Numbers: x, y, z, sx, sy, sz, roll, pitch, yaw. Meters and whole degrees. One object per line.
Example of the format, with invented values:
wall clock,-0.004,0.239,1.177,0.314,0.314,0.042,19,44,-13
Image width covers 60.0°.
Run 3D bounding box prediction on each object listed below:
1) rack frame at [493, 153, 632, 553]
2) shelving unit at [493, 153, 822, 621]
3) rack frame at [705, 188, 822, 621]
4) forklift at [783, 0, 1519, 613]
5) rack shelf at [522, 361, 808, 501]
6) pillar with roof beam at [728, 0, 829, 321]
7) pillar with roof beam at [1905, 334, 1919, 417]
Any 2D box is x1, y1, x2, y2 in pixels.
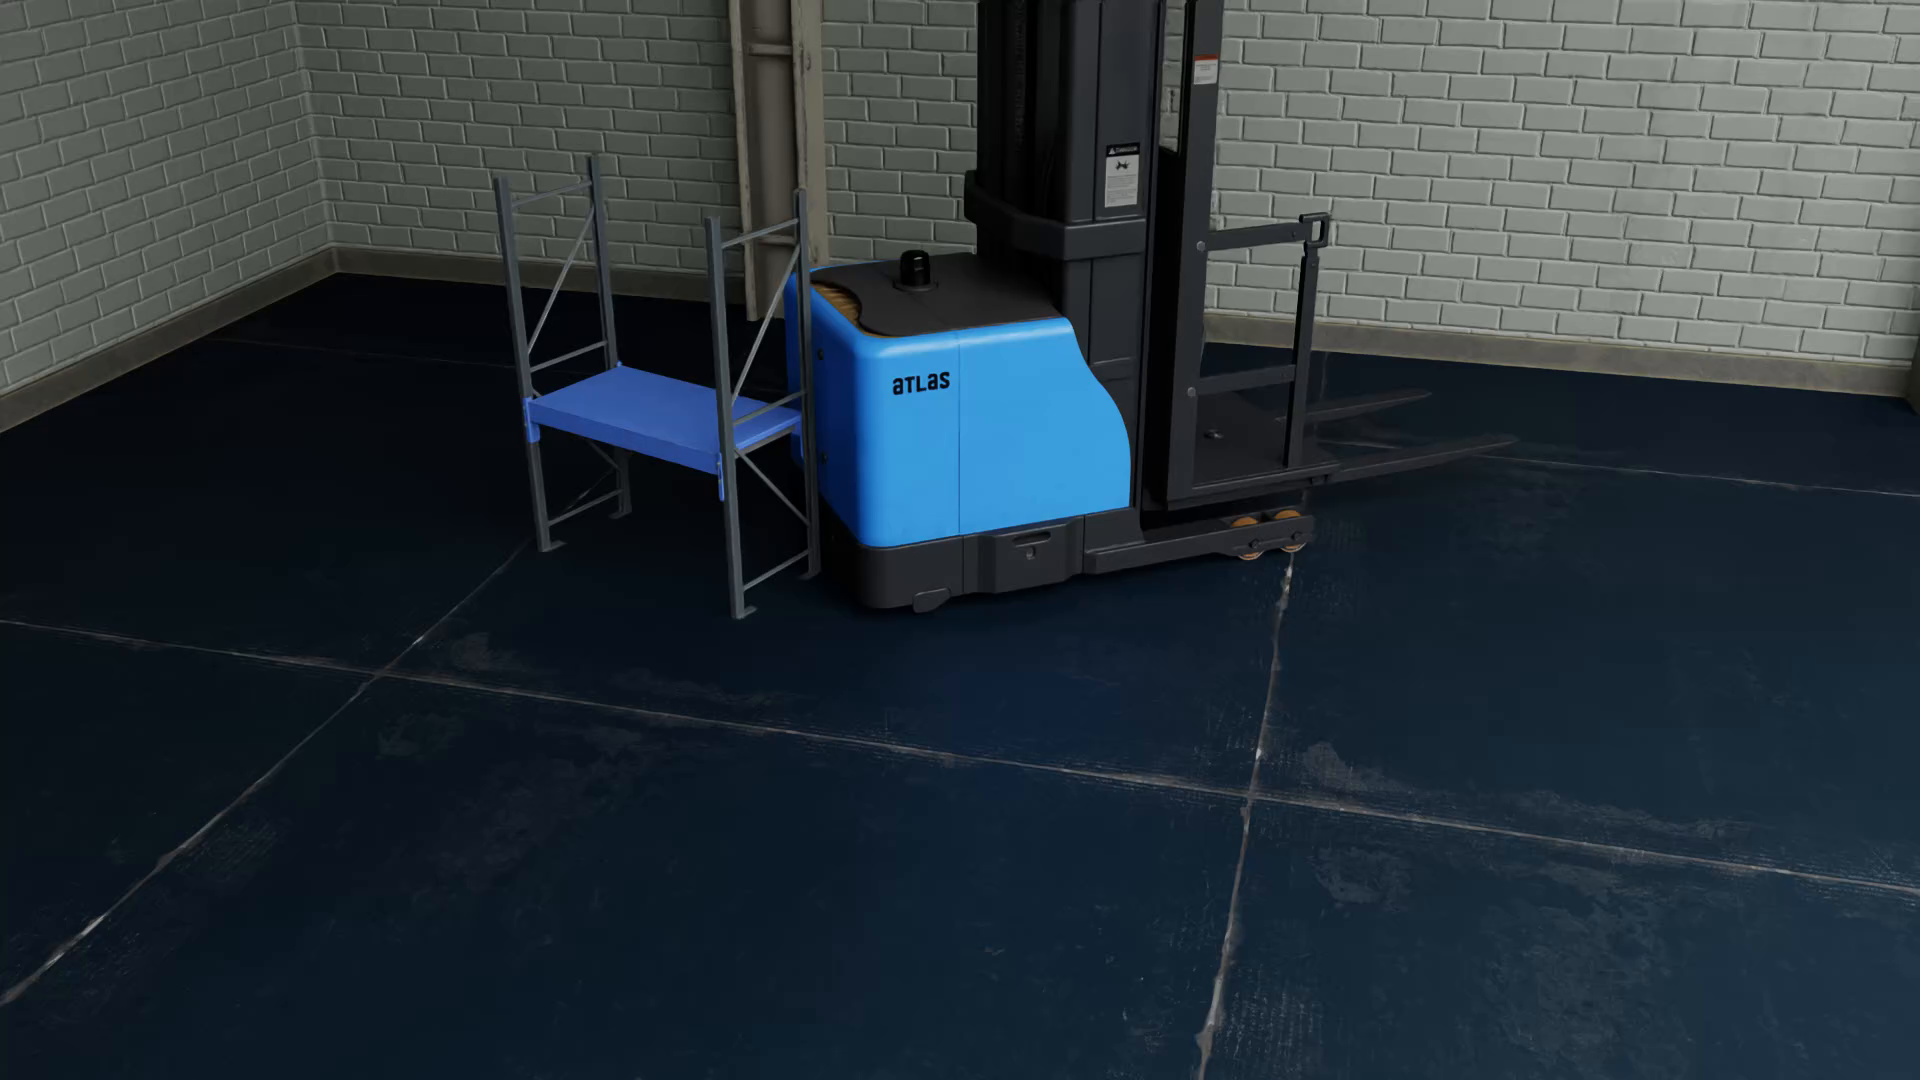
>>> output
rack frame,-1.535,-0.716,6.510,0.032,1.500,0.500,16,30,30
shelving unit,-1.114,-0.594,6.253,1.048,1.500,0.538,16,30,30
rack frame,-0.693,-0.472,5.996,0.032,1.500,0.500,16,30,30
forklift,0.871,-1.444,6.373,3.031,2.935,1.130,-10,27,-20
rack shelf,-1.114,-0.432,6.330,1.000,0.185,0.538,16,30,30
pillar with roof beam,-2.043,-3.547,3.732,0.400,9.000,9.100,6,26,13
pillar with roof beam,3.768,-2.905,2.382,0.400,9.000,9.100,6,26,13
